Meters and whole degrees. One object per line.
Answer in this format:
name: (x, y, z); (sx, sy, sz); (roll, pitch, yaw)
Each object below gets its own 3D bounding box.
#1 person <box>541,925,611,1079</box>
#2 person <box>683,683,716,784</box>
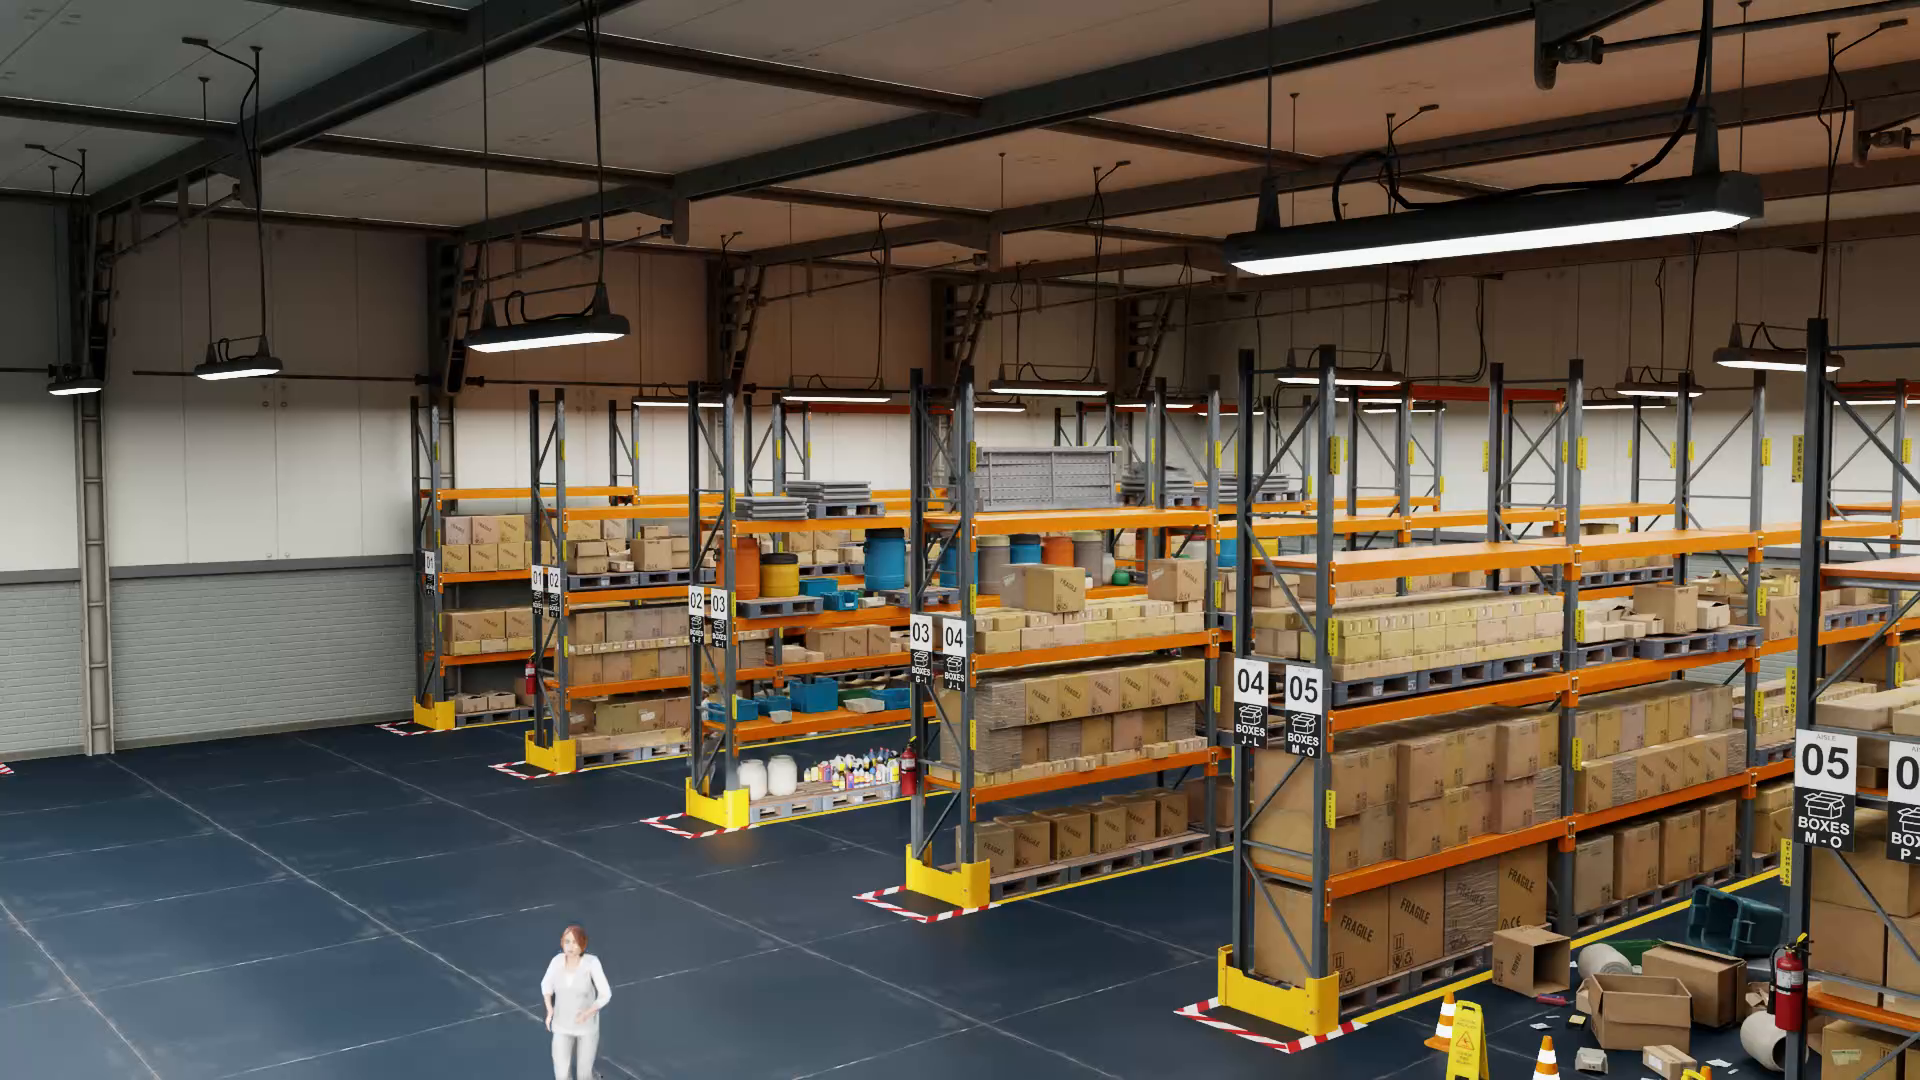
person: (-2.854, 3.635, 12.347); (0.546, 1.596, 0.799); (0, 3, -2)
person: (-3.742, 2.897, 24.493); (0.609, 1.650, 0.578); (3, 5, 43)
